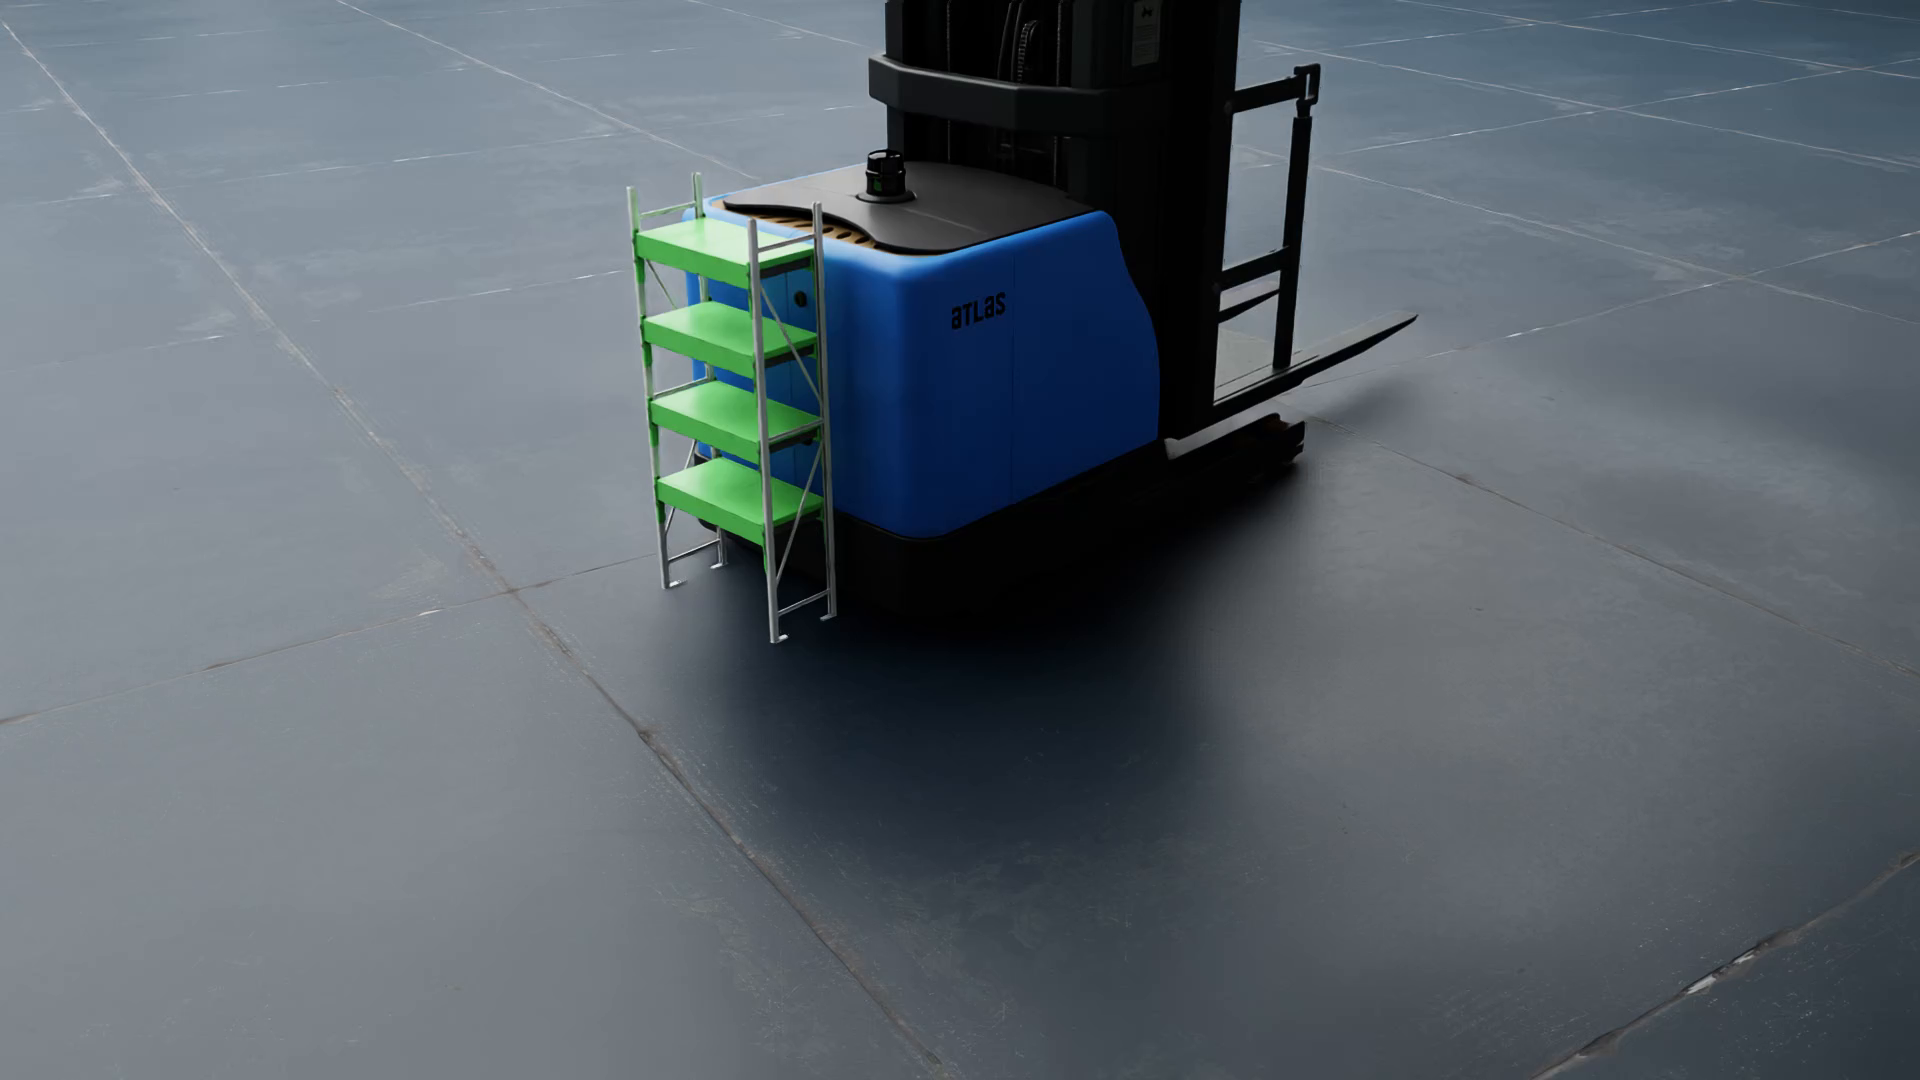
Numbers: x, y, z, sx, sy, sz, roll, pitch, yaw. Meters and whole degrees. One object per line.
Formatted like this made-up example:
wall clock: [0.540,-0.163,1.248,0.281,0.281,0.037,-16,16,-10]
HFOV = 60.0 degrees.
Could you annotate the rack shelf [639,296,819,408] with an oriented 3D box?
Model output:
rack shelf: [-0.621,-0.520,4.533,0.480,0.148,0.258,22,33,38]

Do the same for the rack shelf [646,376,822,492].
rack shelf: [-0.621,-0.303,4.636,0.480,0.148,0.258,22,33,38]

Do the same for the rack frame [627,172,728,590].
rack frame: [-0.800,-0.432,4.759,0.015,1.200,0.240,22,33,38]

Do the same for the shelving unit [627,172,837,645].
shelving unit: [-0.621,-0.361,4.608,0.503,1.200,0.258,22,33,38]

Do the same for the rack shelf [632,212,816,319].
rack shelf: [-0.621,-0.737,4.430,0.480,0.148,0.258,22,33,38]

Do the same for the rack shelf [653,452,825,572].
rack shelf: [-0.621,-0.086,4.738,0.480,0.148,0.258,22,33,38]

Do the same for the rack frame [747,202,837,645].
rack frame: [-0.442,-0.290,4.458,0.015,1.200,0.240,22,33,38]

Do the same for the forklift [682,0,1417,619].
forklift: [0.551,-1.648,5.308,1.130,2.935,3.031,22,33,38]
